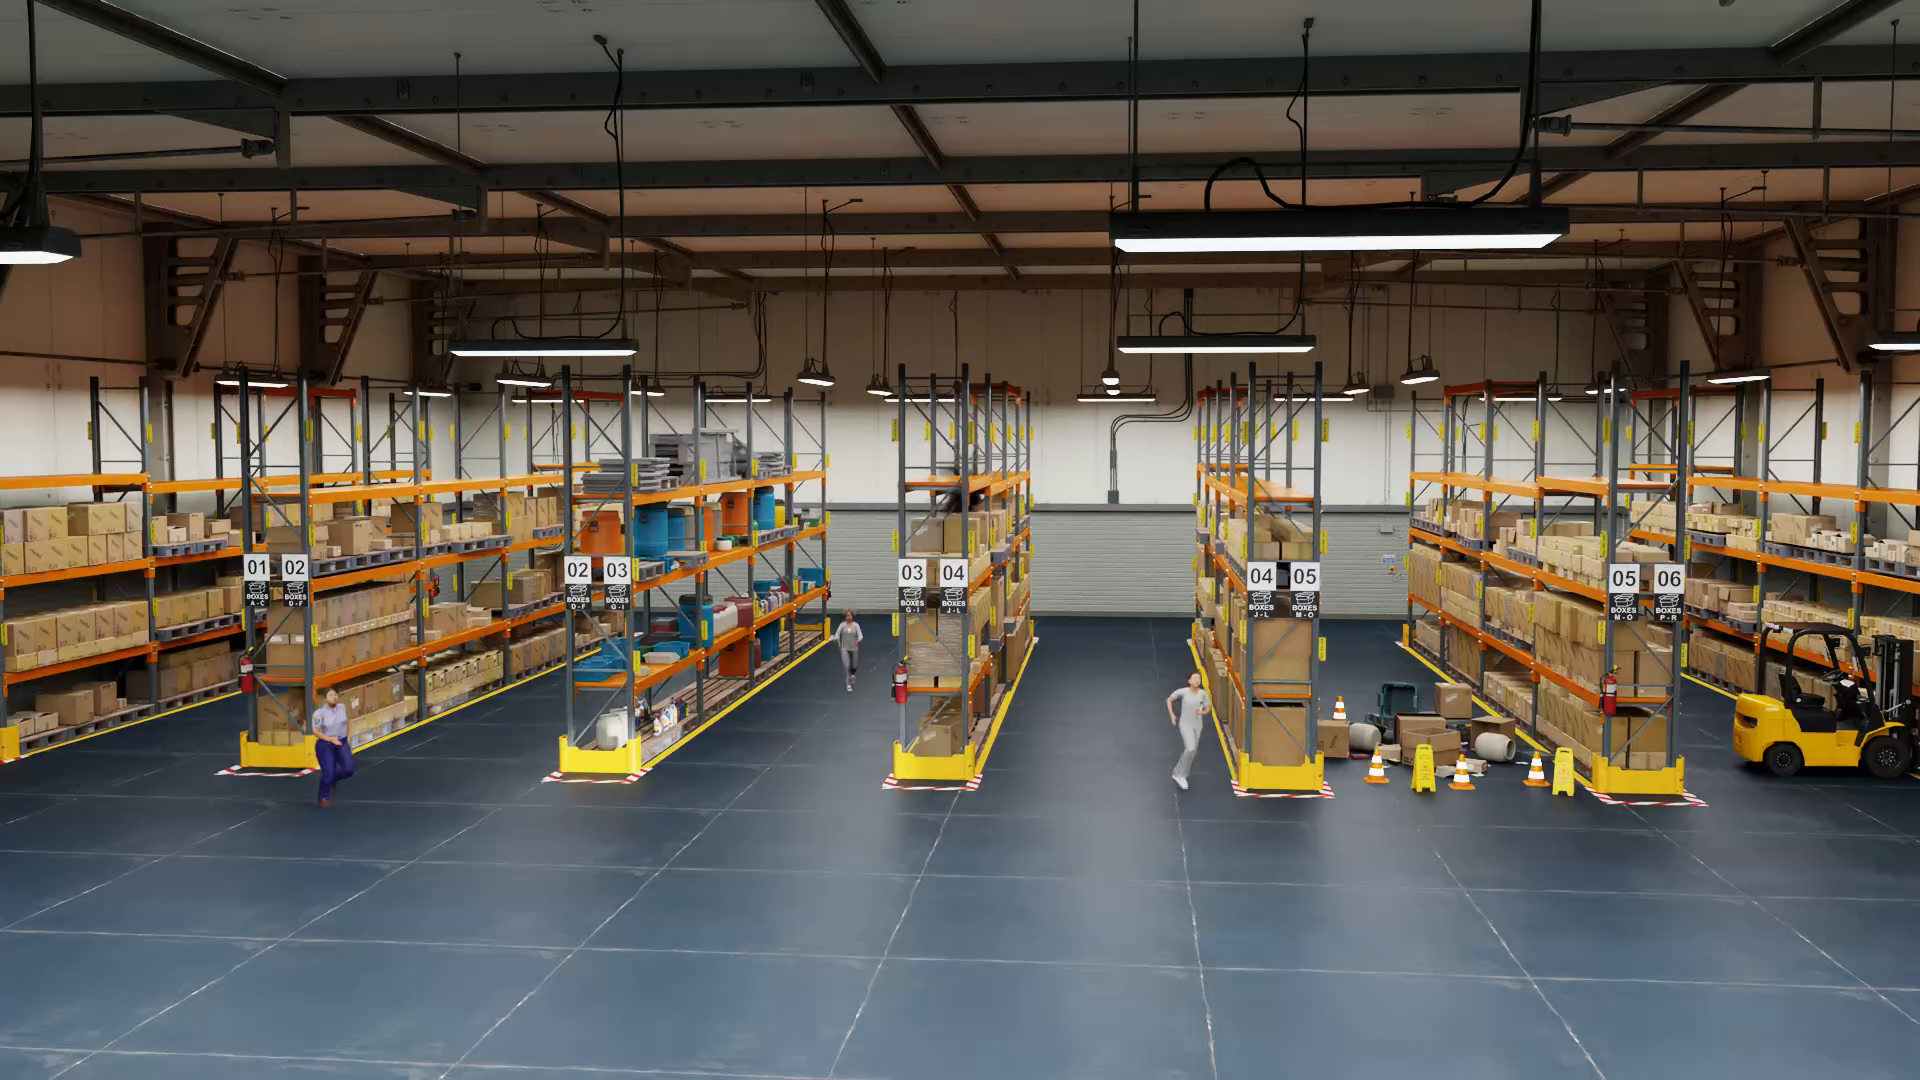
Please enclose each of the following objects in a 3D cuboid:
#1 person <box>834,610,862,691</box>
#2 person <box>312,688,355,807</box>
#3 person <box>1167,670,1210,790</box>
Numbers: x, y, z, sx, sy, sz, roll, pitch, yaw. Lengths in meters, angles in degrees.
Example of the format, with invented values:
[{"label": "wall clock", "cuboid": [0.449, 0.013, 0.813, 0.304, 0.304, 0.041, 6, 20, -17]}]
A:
[{"label": "person", "cuboid": [-2.181, 2.148, 32.453, 0.530, 1.540, 0.666, 0, 4, -7]}, {"label": "person", "cuboid": [-8.382, 2.779, 22.304, 0.615, 1.607, 0.625, 3, 5, 39]}, {"label": "person", "cuboid": [3.262, 2.672, 23.532, 0.551, 1.664, 0.676, -1, 4, -20]}]
